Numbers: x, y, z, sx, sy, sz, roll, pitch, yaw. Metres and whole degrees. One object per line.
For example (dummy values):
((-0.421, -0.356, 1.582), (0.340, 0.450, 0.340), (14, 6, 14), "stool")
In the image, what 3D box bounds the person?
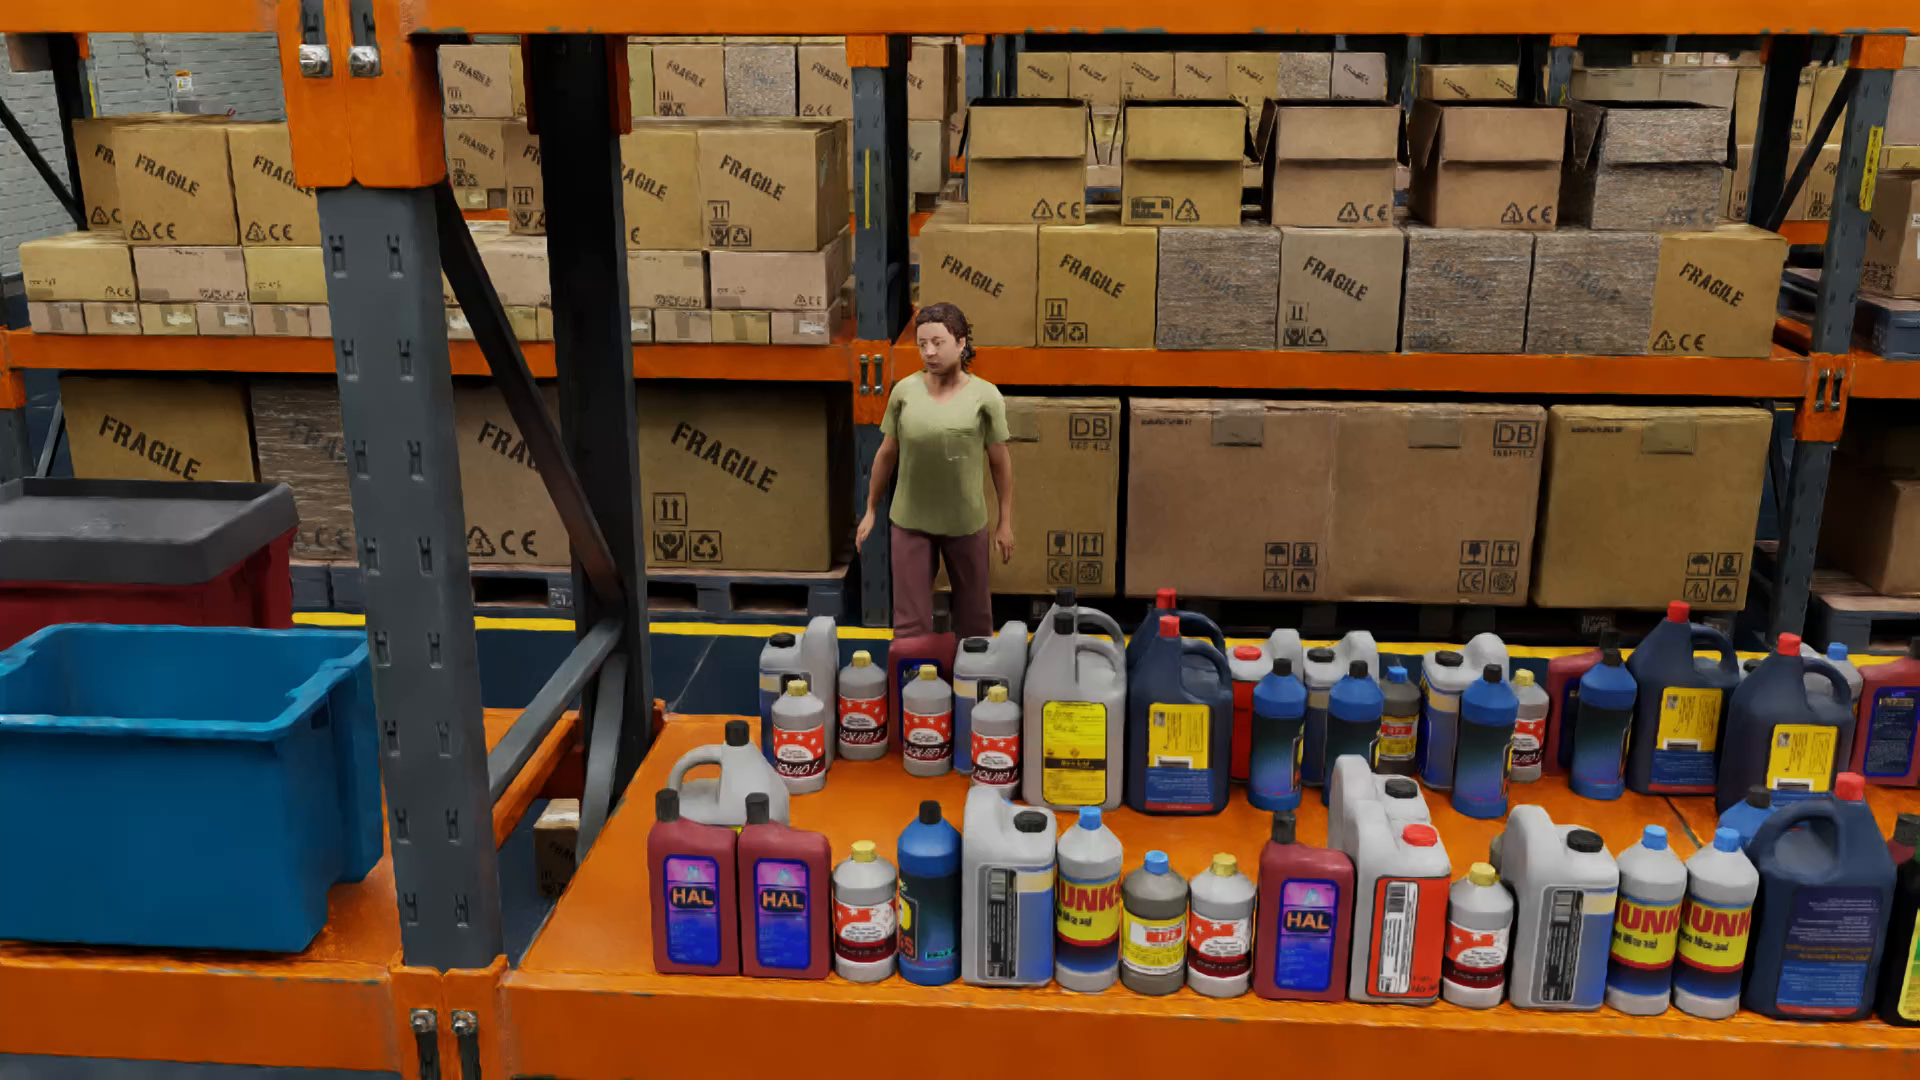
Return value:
((-0.080, 0.021, 6.161), (0.620, 1.536, 0.577), (1, 18, 4), "person")
